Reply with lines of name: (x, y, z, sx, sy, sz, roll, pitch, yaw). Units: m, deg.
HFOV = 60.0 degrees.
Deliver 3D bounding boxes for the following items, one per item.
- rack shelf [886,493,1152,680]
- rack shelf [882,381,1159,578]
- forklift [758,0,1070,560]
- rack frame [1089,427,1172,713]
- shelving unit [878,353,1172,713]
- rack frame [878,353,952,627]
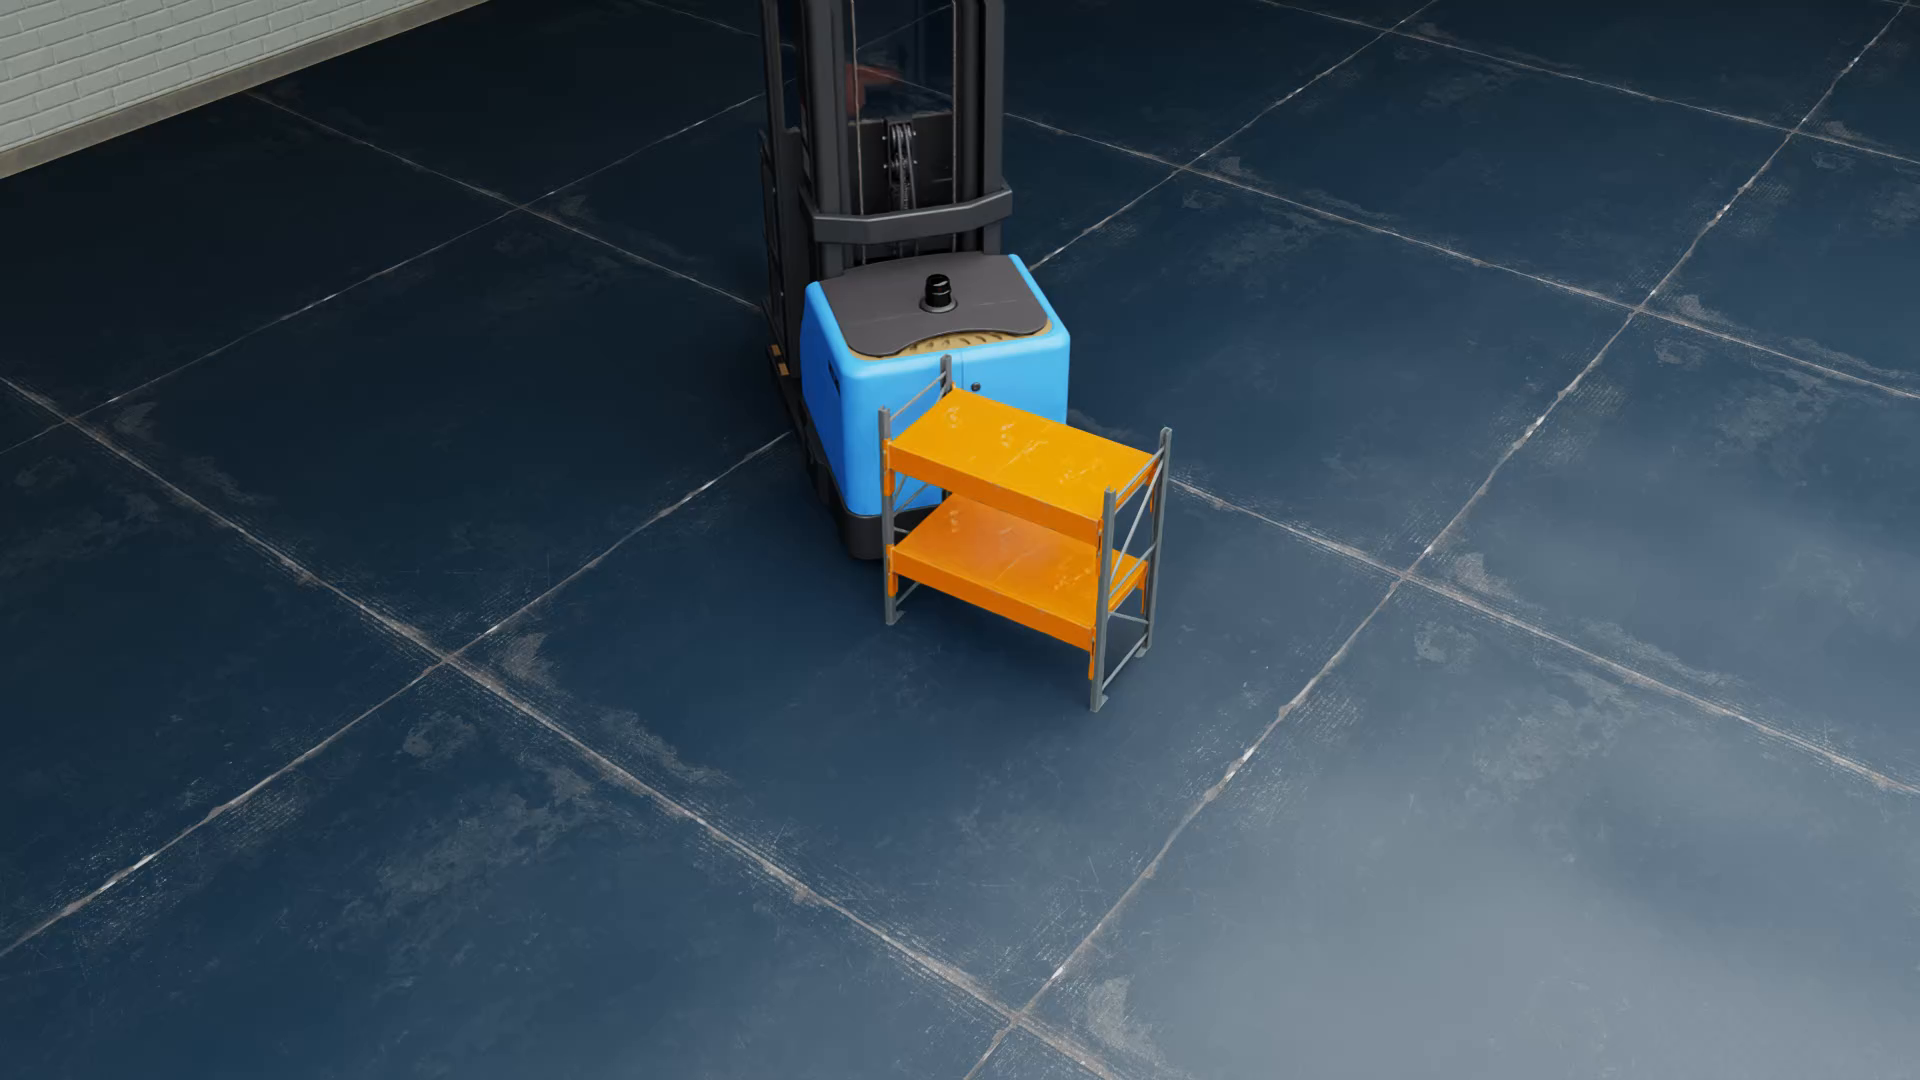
rack shelf: (0.250, 0.161, 7.028, 1.000, 0.278, 0.538, 21, 43, 25)
rack shelf: (0.250, -0.262, 6.697, 1.000, 0.278, 0.538, 21, 43, 25)
forklift: (-0.407, -1.978, 7.899, 1.130, 2.935, 3.031, -10, 39, -13)
rack frame: (0.680, 0.136, 6.664, 0.032, 1.125, 0.500, 21, 43, 25)
shelving unit: (0.250, -0.031, 6.878, 1.048, 1.125, 0.538, 21, 43, 25)
rack frame: (-0.180, -0.199, 7.091, 0.032, 1.125, 0.500, 21, 43, 25)
